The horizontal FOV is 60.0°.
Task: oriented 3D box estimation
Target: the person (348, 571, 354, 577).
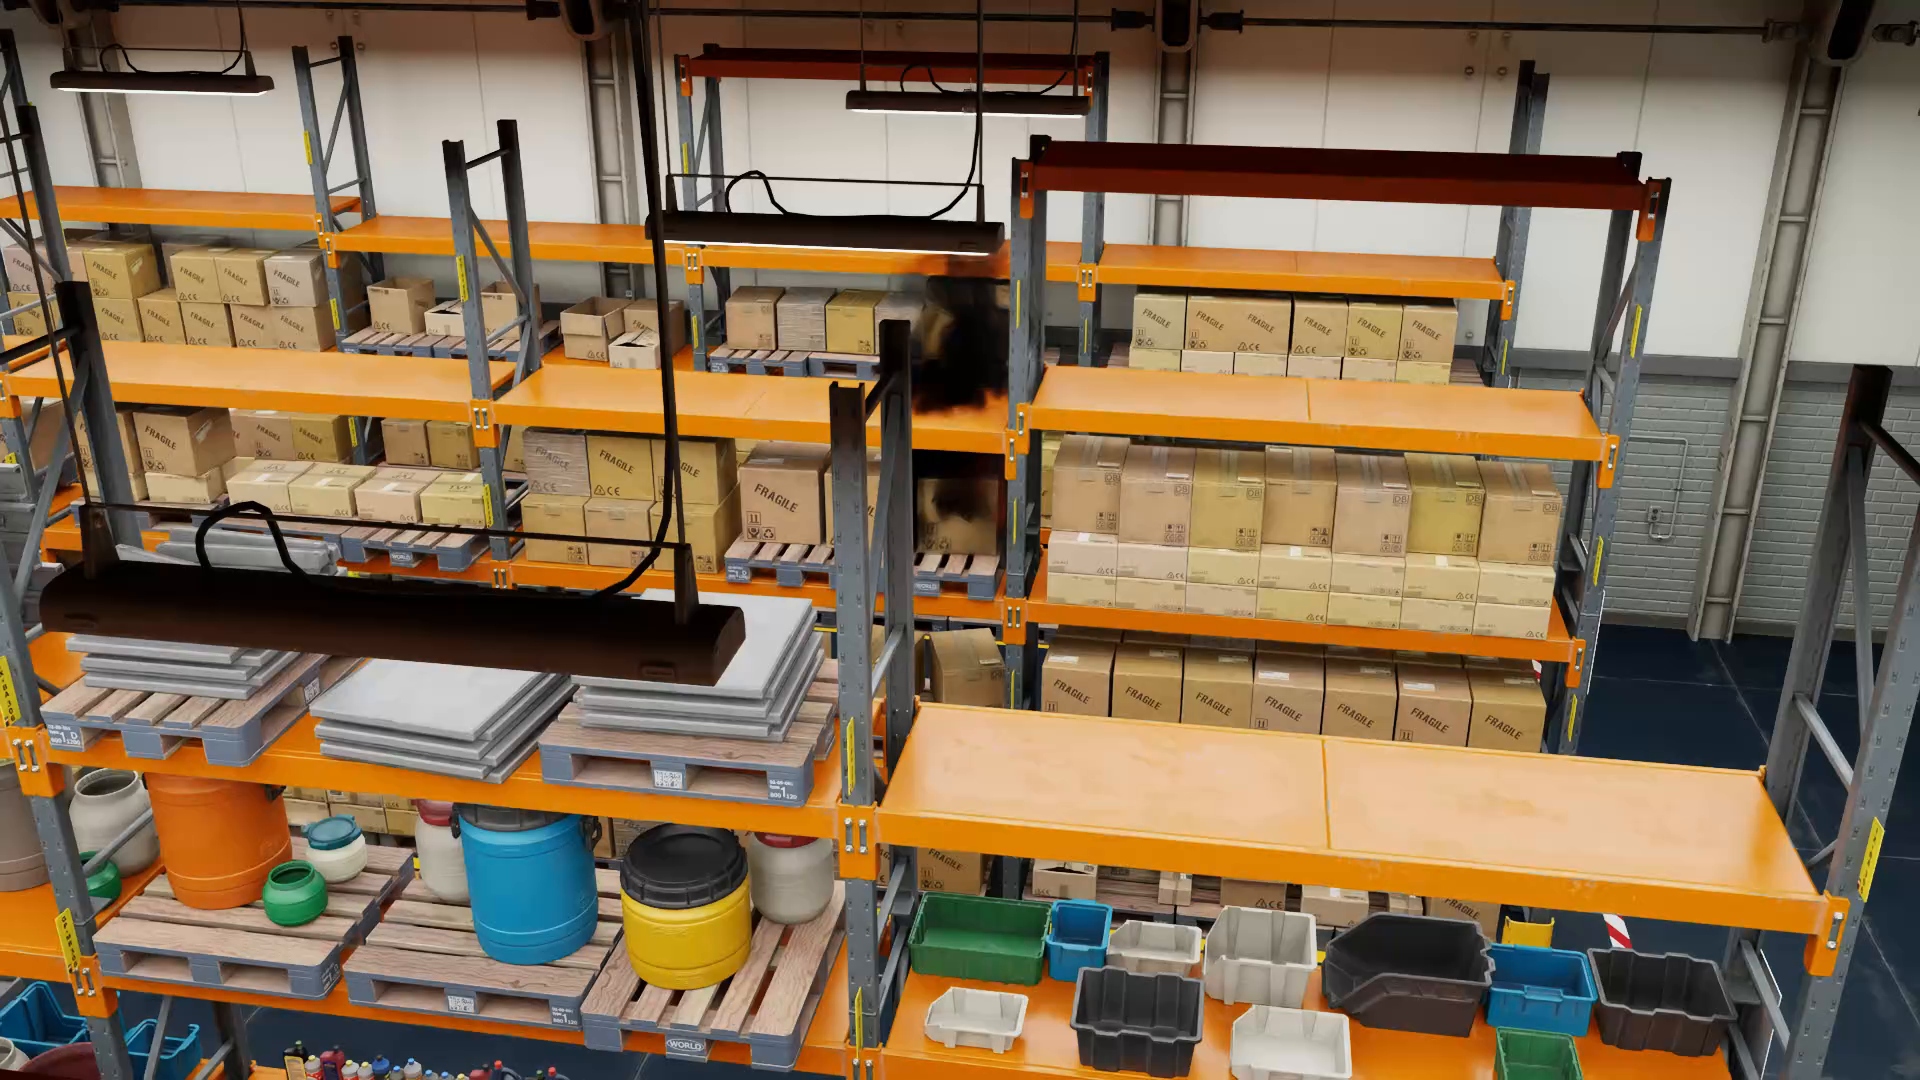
[{"bbox_3d":[-5.723,1.038,15.591,0.992,1.747,0.703,2,23,5],"label":"person"}]
